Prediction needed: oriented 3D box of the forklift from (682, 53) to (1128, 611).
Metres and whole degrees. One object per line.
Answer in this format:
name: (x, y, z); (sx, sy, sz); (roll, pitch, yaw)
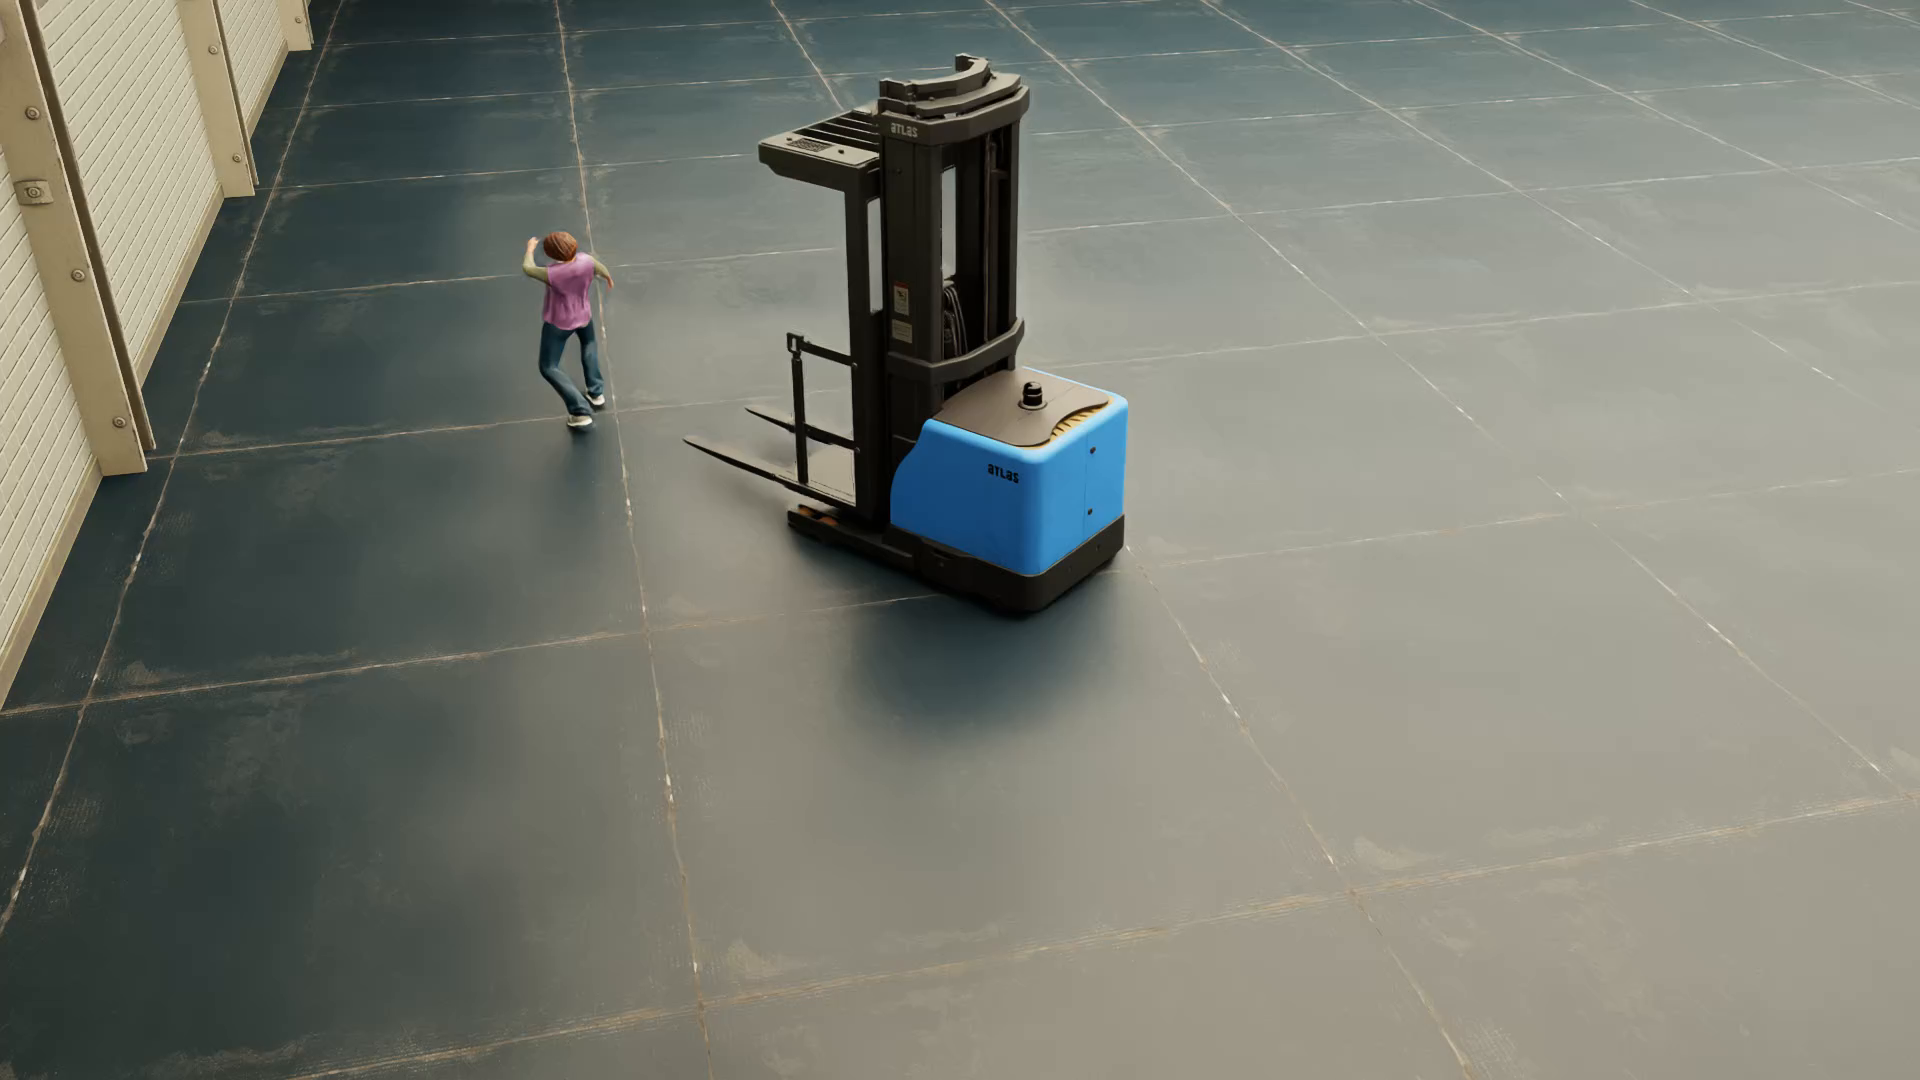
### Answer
forklift: (-0.472, -1.438, 10.058); (3.031, 2.935, 1.130); (21, 36, 31)

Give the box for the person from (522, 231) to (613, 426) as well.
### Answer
person: (-2.733, -1.606, 11.834); (0.778, 1.426, 0.777); (20, 36, 31)
